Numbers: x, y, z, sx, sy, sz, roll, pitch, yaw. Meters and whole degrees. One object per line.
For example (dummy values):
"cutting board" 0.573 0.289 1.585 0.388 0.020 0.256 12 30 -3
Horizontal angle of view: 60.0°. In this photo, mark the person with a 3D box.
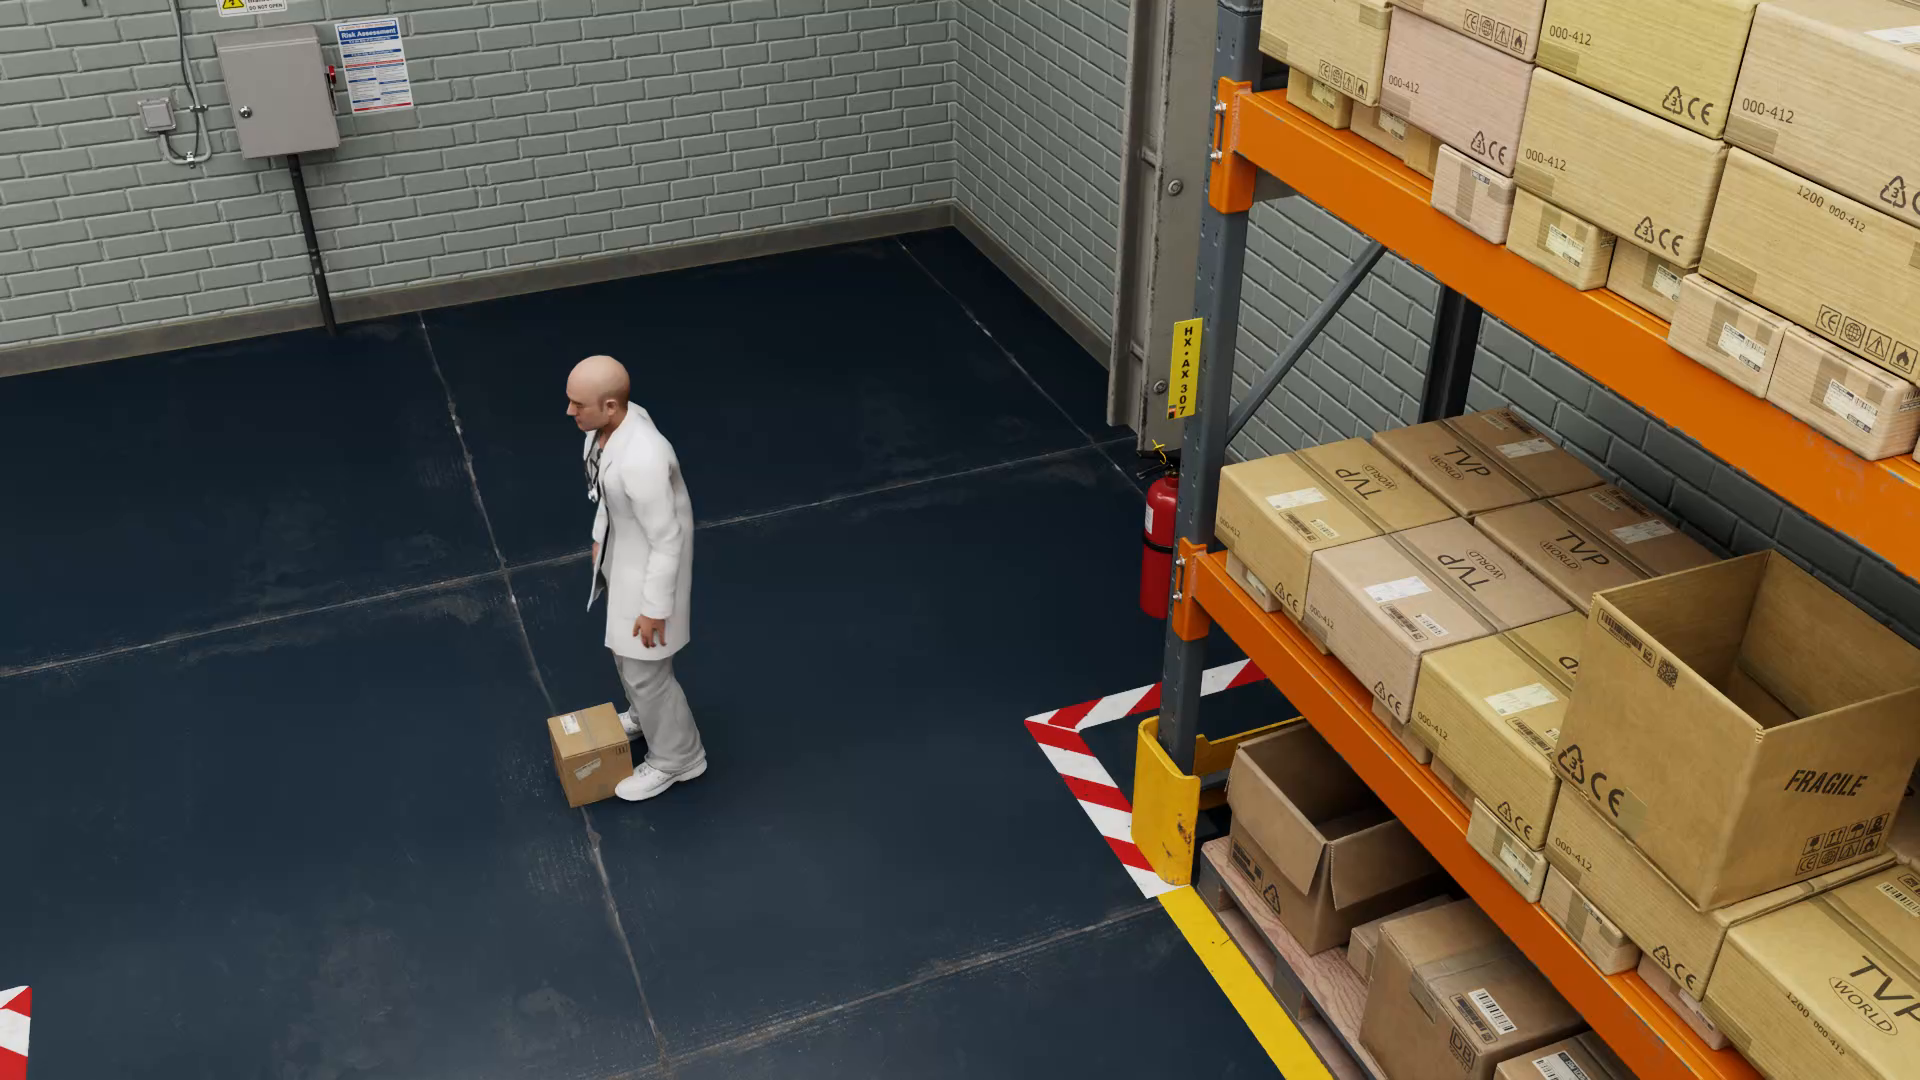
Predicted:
"person" -1.163 0.202 6.012 0.423 1.590 0.642 -15 36 -22
